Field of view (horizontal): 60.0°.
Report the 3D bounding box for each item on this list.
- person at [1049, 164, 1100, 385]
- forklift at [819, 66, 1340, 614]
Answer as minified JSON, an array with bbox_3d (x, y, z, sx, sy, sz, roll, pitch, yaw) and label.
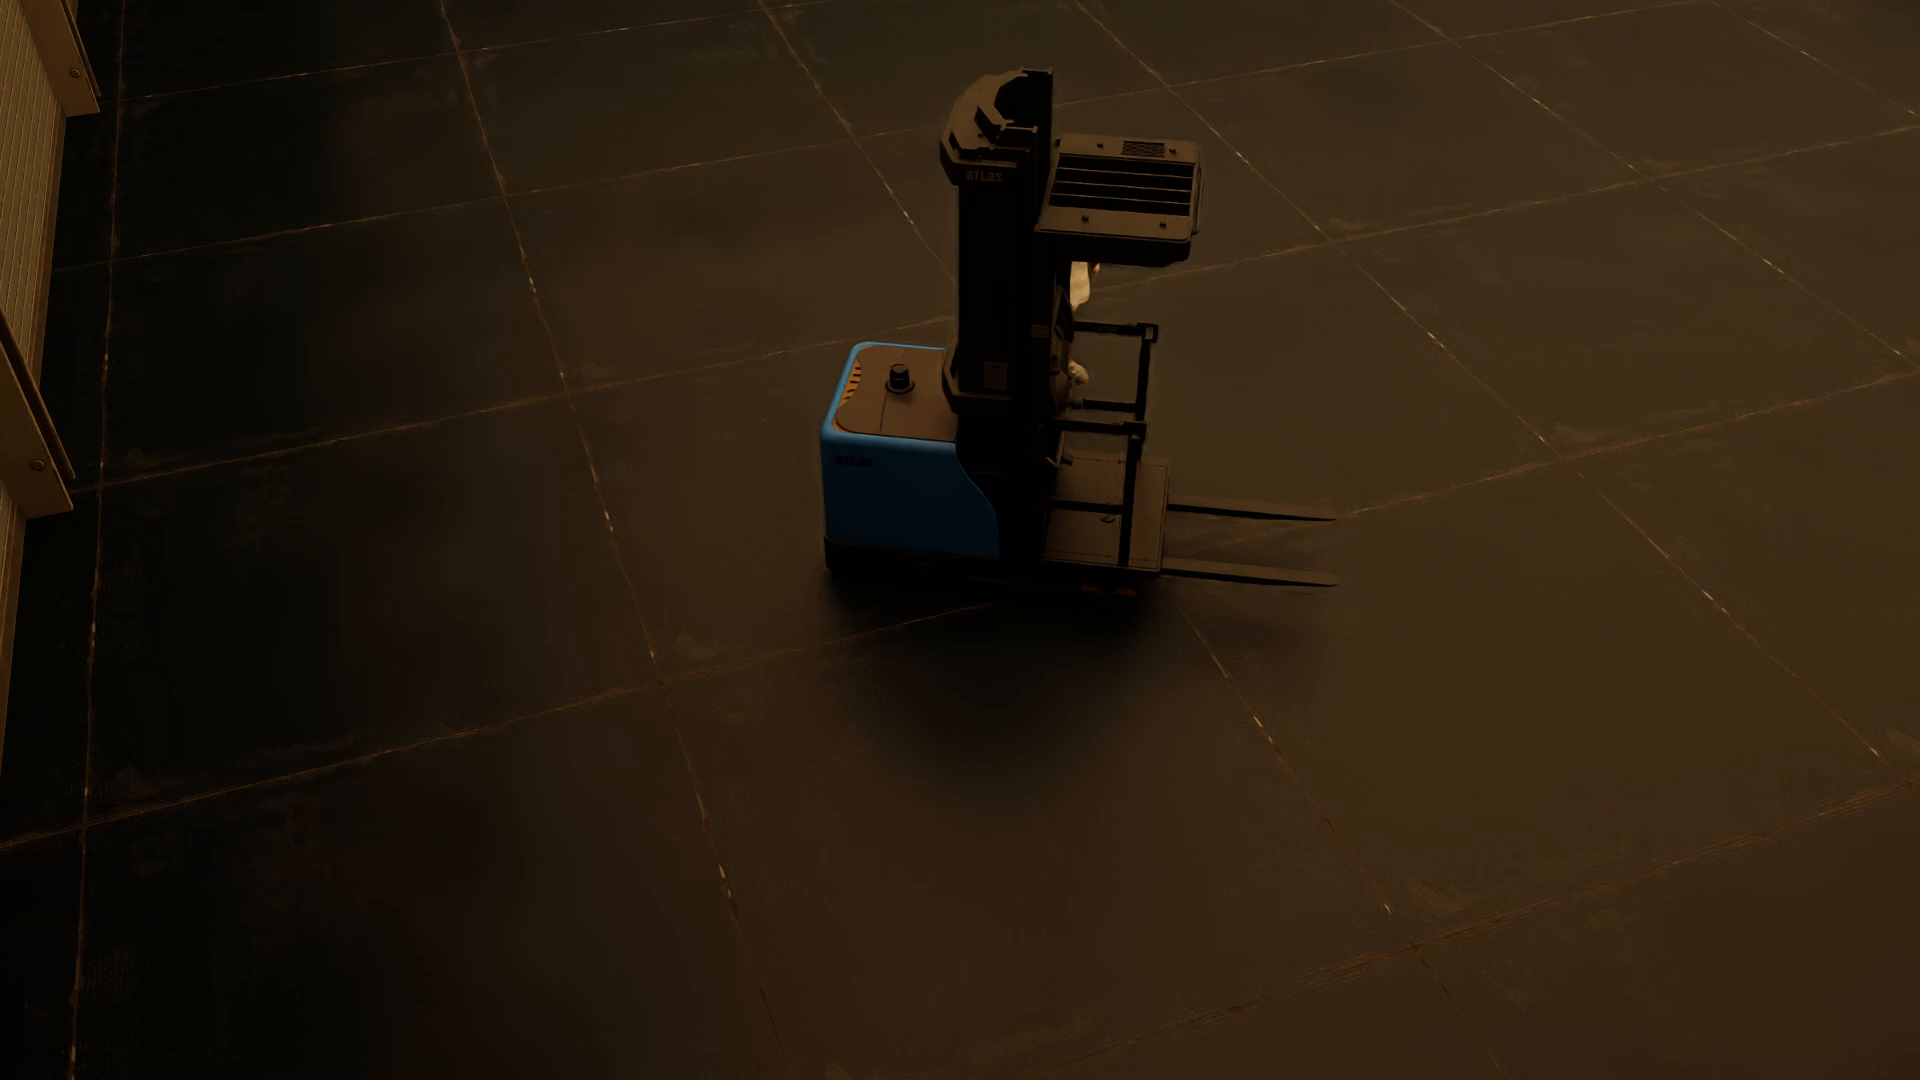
[{"bbox_3d":[0.576,-1.653,11.059,1.241,1.542,0.714,-30,49,-31],"label":"person"},{"bbox_3d":[0.752,-1.056,9.255,3.031,2.935,1.130,6,40,7],"label":"forklift"}]
